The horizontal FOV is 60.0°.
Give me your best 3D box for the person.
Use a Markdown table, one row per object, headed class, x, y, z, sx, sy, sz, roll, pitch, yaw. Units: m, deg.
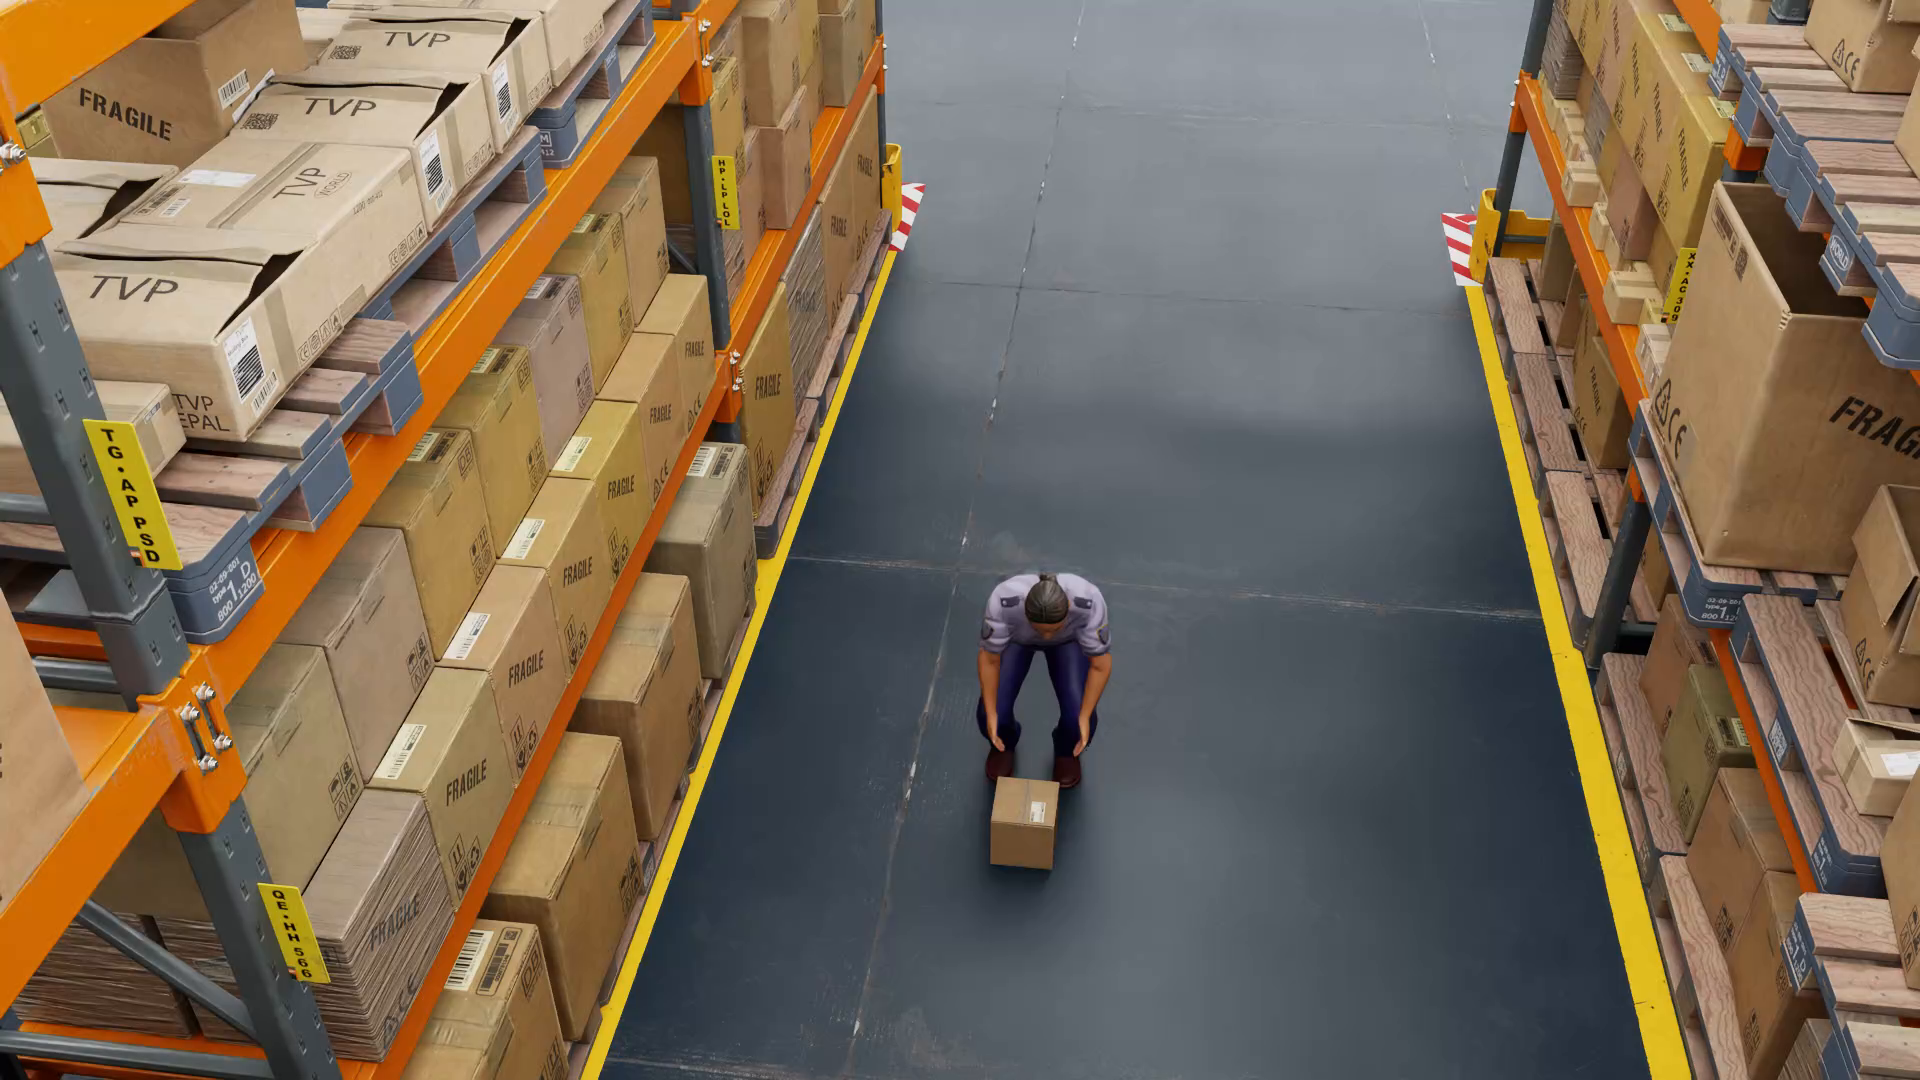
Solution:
| class | x | y | z | sx | sy | sz | roll | pitch | yaw |
| --- | --- | --- | --- | --- | --- | --- | --- | --- | --- |
| person | 0.347 | 0.502 | 6.731 | 0.539 | 1.226 | 0.731 | 4 | 37 | 6 |
